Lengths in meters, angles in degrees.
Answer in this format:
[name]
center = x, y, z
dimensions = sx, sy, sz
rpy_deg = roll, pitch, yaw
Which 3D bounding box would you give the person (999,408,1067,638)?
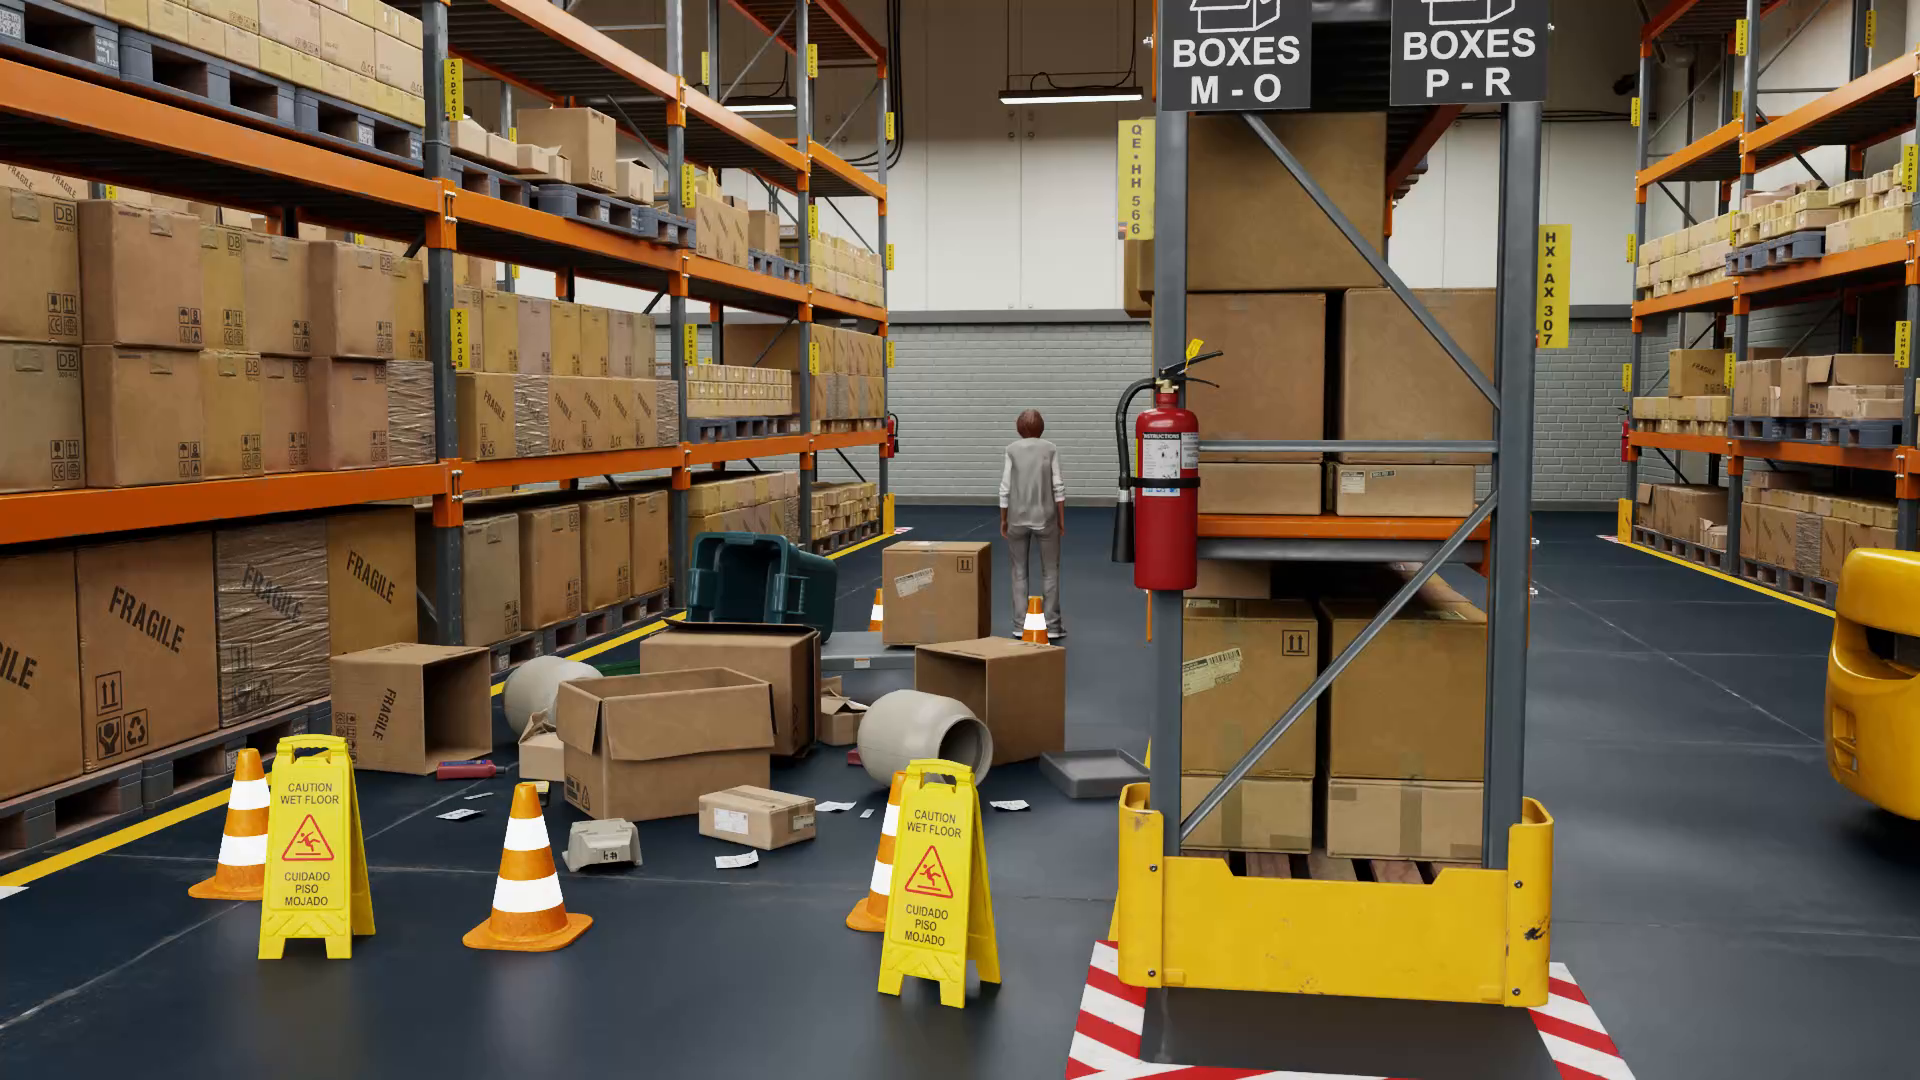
[person]
center = 0.507, -0.114, 11.529
dimensions = 0.470, 1.592, 0.377
rpy_deg = 0, 5, 6
